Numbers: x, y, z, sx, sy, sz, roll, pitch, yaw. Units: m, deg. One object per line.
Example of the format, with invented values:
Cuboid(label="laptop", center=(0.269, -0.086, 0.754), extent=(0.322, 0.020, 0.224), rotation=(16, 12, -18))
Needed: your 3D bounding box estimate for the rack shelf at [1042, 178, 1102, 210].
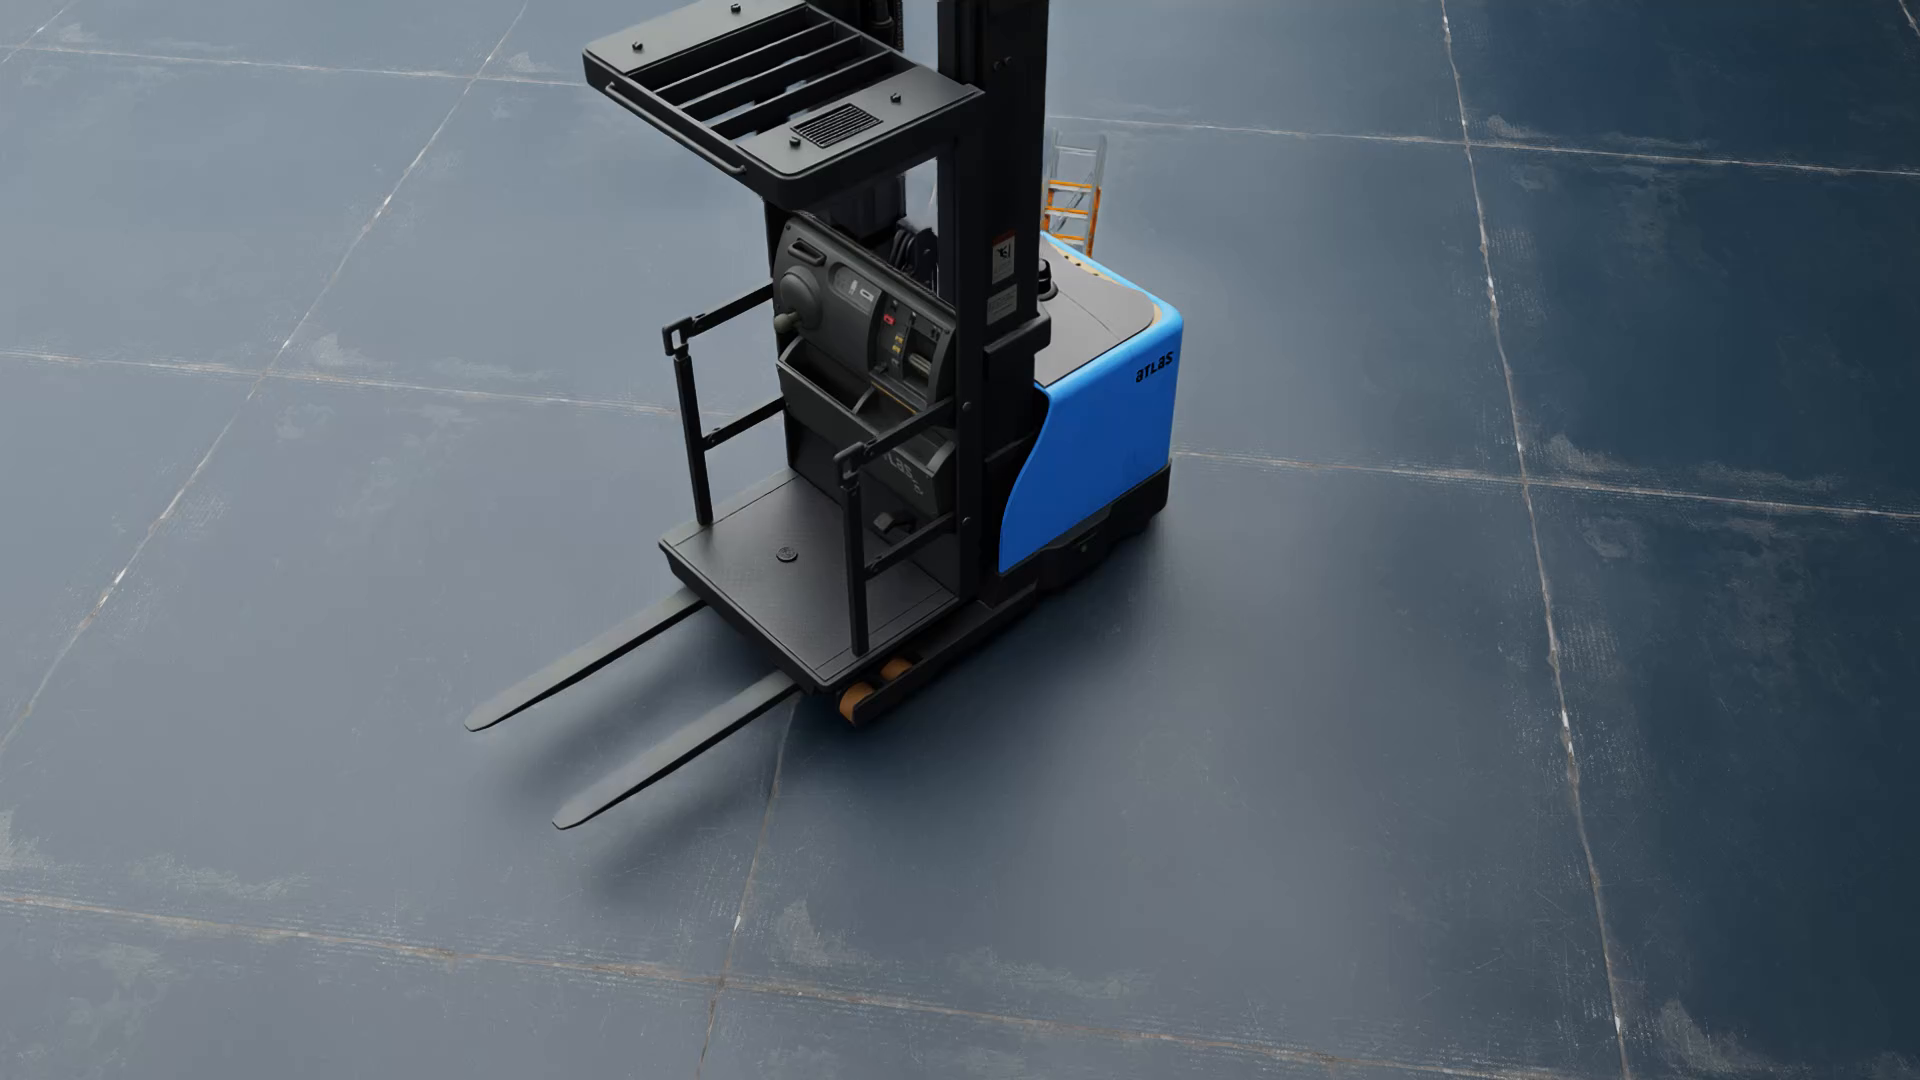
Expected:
Cuboid(label="rack shelf", center=(0.525, -1.623, 7.808), extent=(0.258, 0.103, 0.180), rotation=(10, 8, 10))

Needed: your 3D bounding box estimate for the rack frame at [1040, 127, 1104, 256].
Cuboid(label="rack frame", center=(0.464, -1.304, 7.761), extent=(0.240, 1.200, 0.006), rotation=(10, 8, 10))

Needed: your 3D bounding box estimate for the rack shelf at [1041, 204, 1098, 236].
Cuboid(label="rack shelf", center=(0.508, -1.506, 7.824), extent=(0.258, 0.103, 0.180), rotation=(10, 8, 10))

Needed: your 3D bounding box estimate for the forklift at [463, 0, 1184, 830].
Cuboid(label="forklift", center=(-0.514, -0.753, 5.914), extent=(3.031, 2.935, 1.130), rotation=(-32, 52, -29))

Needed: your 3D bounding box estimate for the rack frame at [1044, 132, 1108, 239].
Cuboid(label="rack frame", center=(0.499, -1.324, 7.940), extent=(0.240, 1.200, 0.006), rotation=(10, 8, 10))

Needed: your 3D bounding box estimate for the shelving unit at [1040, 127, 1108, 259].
Cuboid(label="shelving unit", center=(0.481, -1.314, 7.851), extent=(0.258, 1.200, 0.189), rotation=(10, 8, 10))

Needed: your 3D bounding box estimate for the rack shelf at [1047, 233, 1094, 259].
Cuboid(label="rack shelf", center=(0.492, -1.388, 7.841), extent=(0.258, 0.103, 0.180), rotation=(10, 8, 10))
